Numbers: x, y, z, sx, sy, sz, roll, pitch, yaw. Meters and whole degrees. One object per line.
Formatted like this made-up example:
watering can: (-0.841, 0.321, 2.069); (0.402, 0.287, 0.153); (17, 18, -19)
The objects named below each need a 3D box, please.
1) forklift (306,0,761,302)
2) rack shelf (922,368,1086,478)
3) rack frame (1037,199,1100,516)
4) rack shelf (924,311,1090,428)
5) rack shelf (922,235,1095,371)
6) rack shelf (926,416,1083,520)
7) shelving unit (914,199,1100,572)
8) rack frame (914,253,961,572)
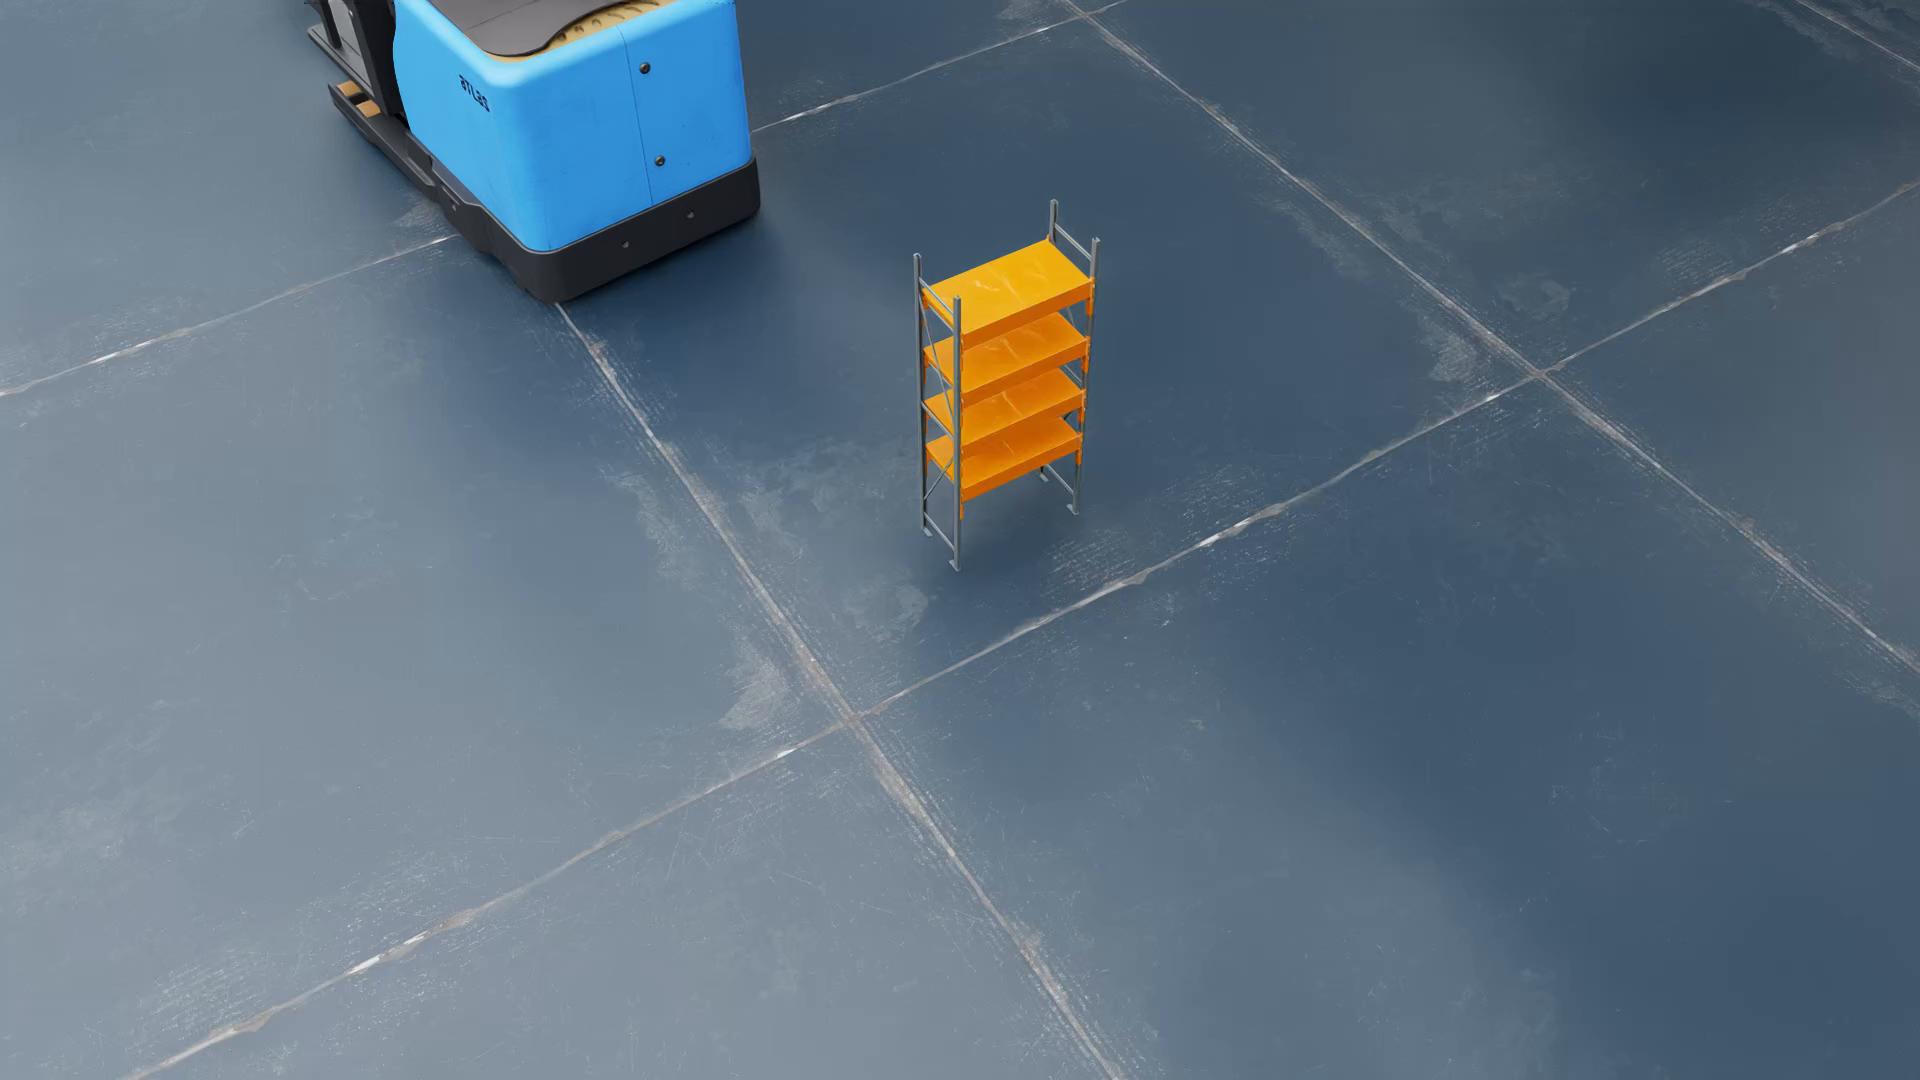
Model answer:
forklift: (-2.139, -2.946, 6.411); (1.130, 2.935, 3.031); (-31, 55, -25)
rack shelf: (0.140, -0.420, 5.411); (0.480, 0.148, 0.258); (-25, 53, -21)
rack frame: (0.346, -0.562, 5.447); (0.015, 1.200, 0.240); (-25, 53, -21)
rack shelf: (0.140, -0.569, 5.244); (0.480, 0.148, 0.258); (-25, 53, -21)
rack shelf: (0.140, -0.726, 5.067); (0.480, 0.148, 0.258); (-25, 53, -21)
rack shelf: (0.140, -0.288, 5.559); (0.480, 0.148, 0.258); (-25, 53, -21)
shelving unit: (0.140, -0.465, 5.361); (0.503, 1.200, 0.258); (-25, 53, -21)
rack frame: (-0.066, -0.368, 5.274); (0.015, 1.200, 0.240); (-25, 53, -21)
